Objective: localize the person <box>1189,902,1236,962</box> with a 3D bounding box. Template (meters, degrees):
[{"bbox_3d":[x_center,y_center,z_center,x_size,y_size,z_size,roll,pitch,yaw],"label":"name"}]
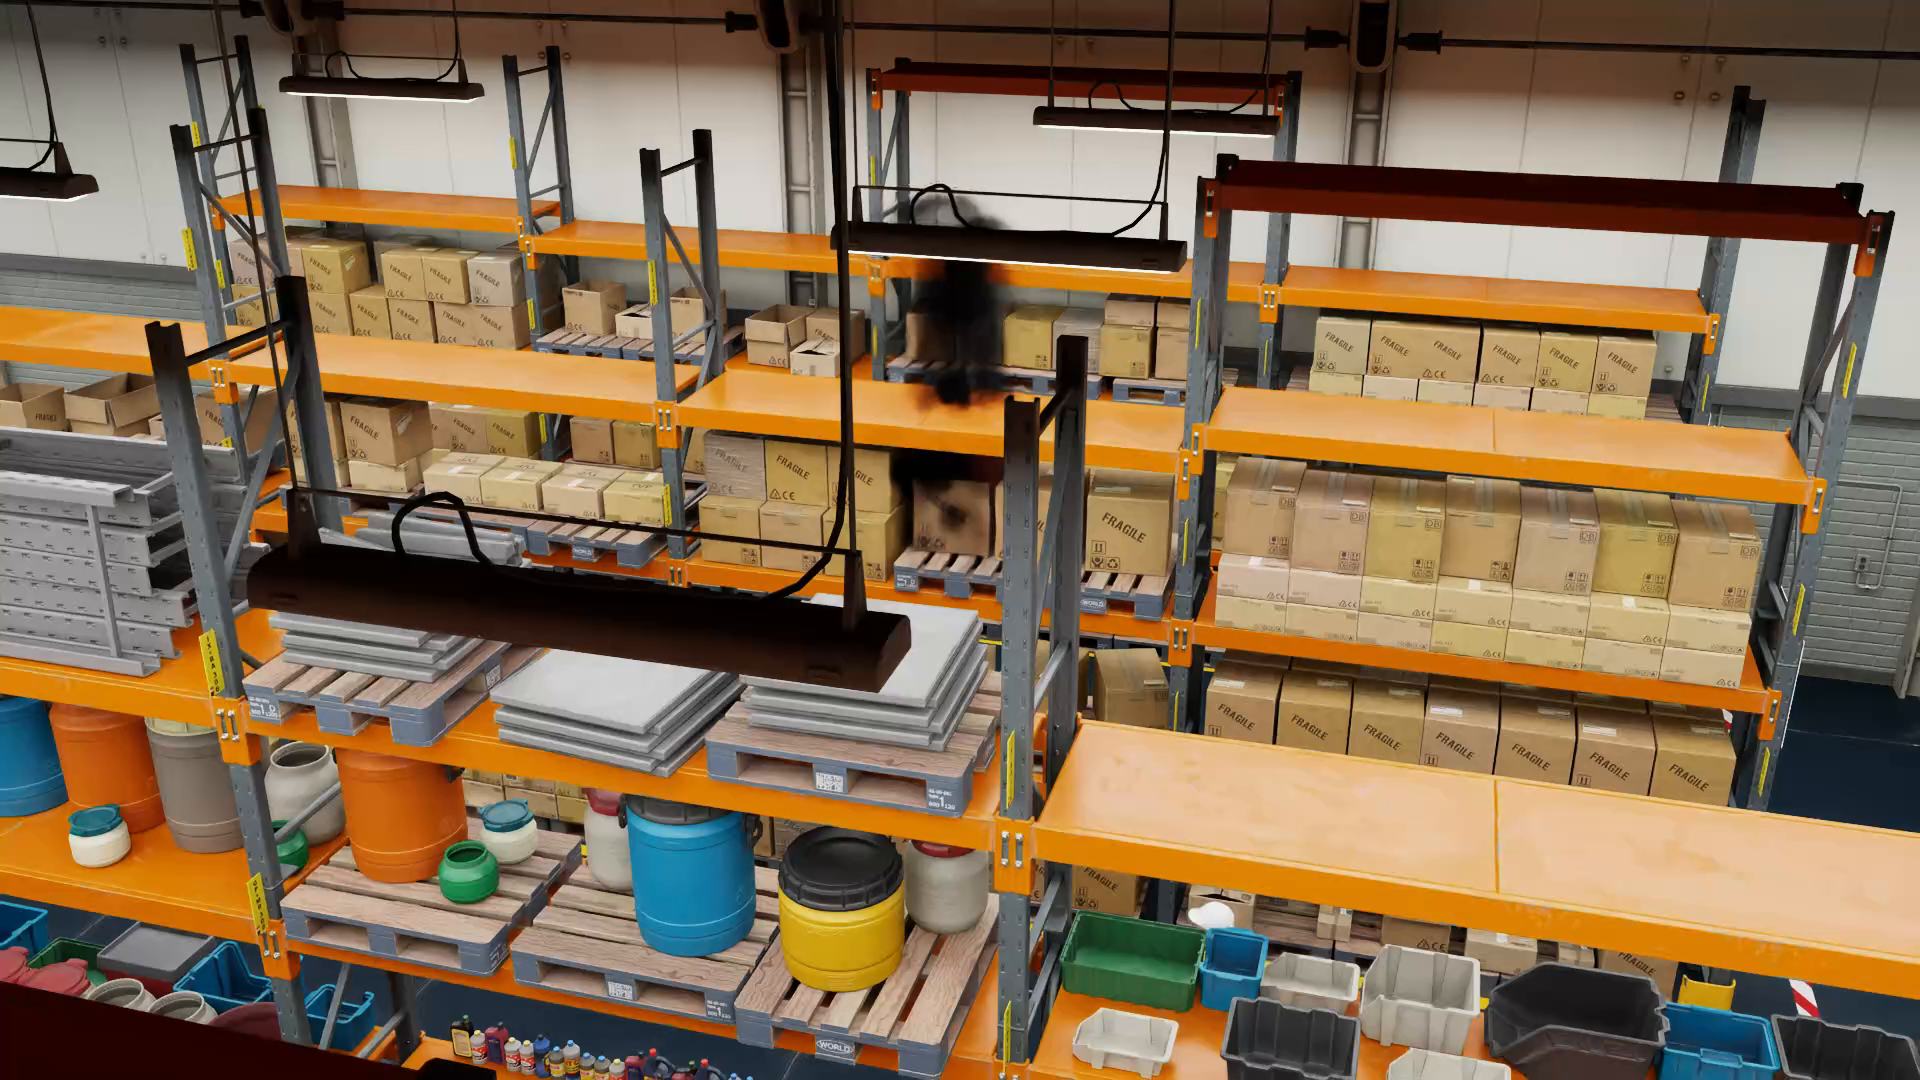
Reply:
[{"bbox_3d":[1.733,3.021,10.709,0.705,1.618,0.688,5,23,12],"label":"person"}]
